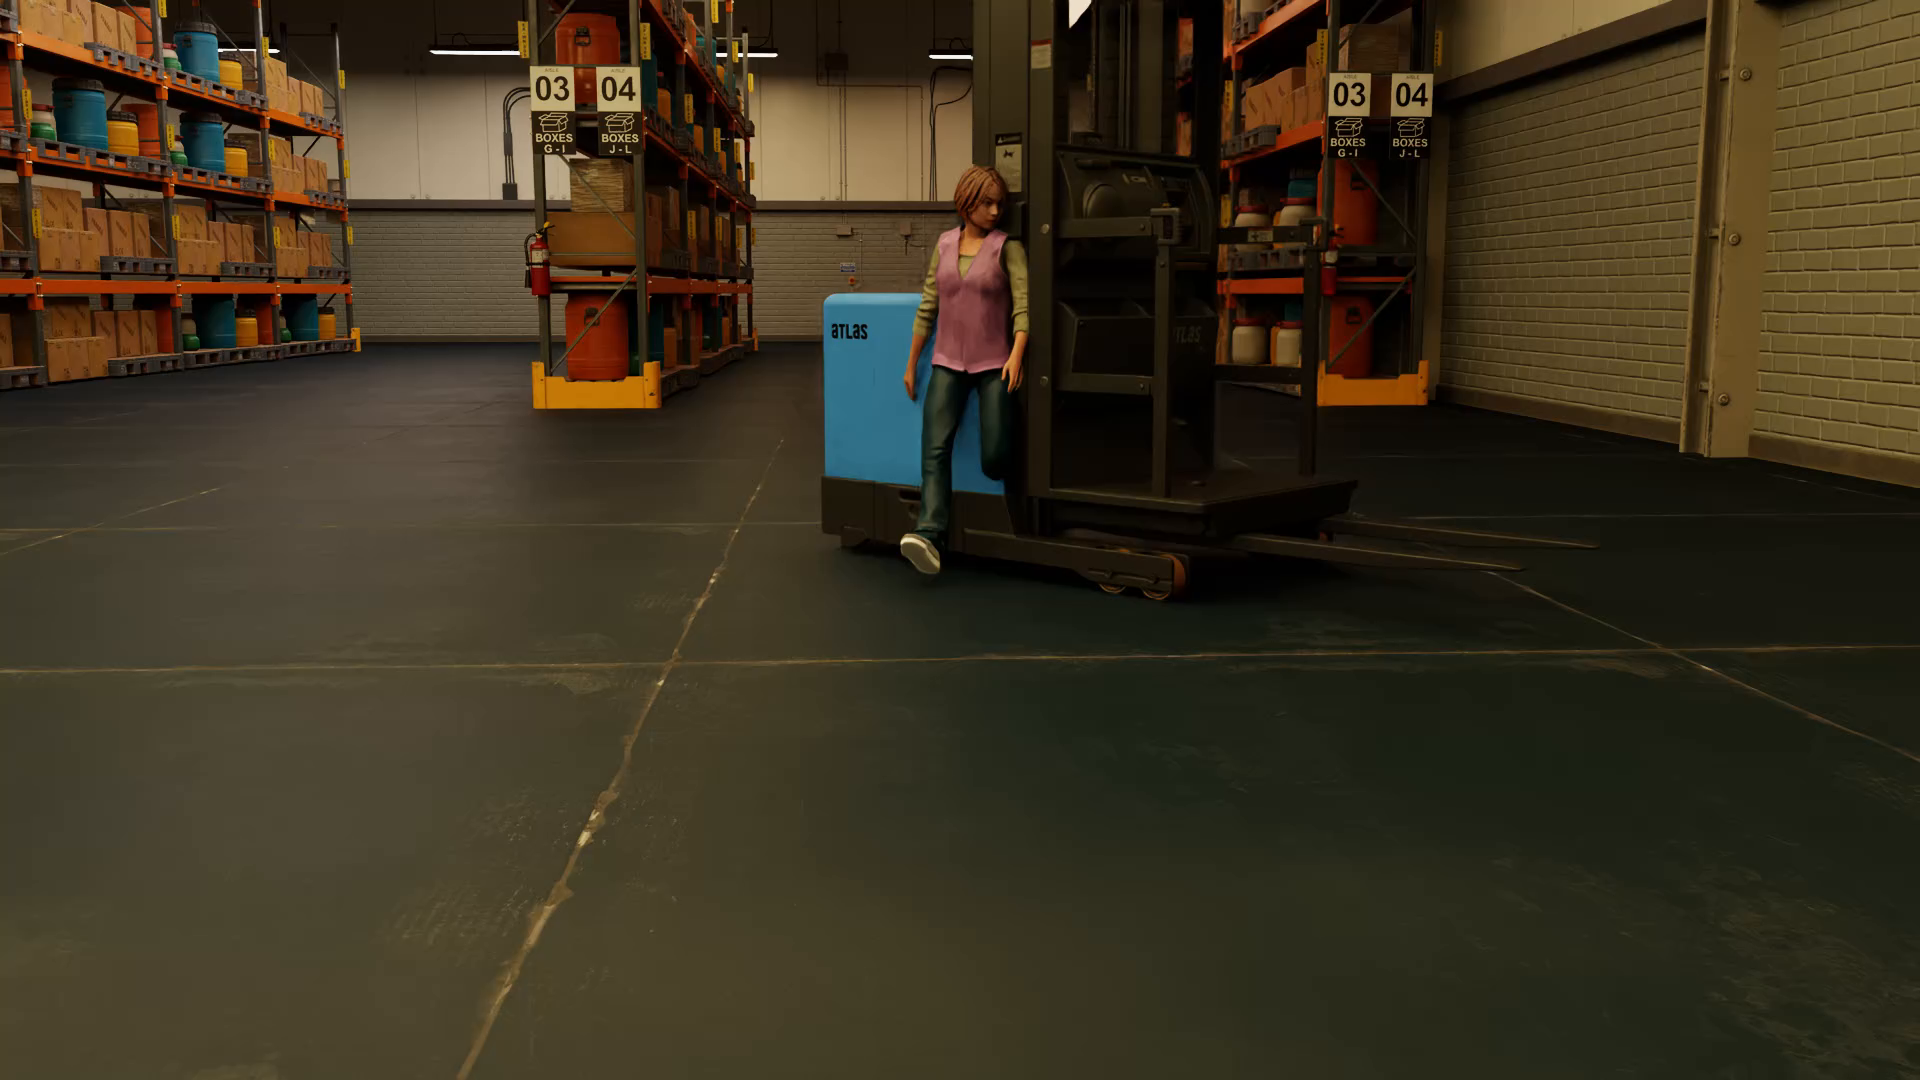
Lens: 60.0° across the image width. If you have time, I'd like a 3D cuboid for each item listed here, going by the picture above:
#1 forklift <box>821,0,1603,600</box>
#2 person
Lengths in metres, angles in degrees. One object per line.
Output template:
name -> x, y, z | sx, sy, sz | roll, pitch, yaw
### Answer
forklift -> 0.843, -1.322, 6.237 | 3.031, 2.935, 1.130 | 8, 11, 42
person -> 0.003, -0.643, 6.288 | 0.589, 1.505, 0.862 | 3, 9, 18
